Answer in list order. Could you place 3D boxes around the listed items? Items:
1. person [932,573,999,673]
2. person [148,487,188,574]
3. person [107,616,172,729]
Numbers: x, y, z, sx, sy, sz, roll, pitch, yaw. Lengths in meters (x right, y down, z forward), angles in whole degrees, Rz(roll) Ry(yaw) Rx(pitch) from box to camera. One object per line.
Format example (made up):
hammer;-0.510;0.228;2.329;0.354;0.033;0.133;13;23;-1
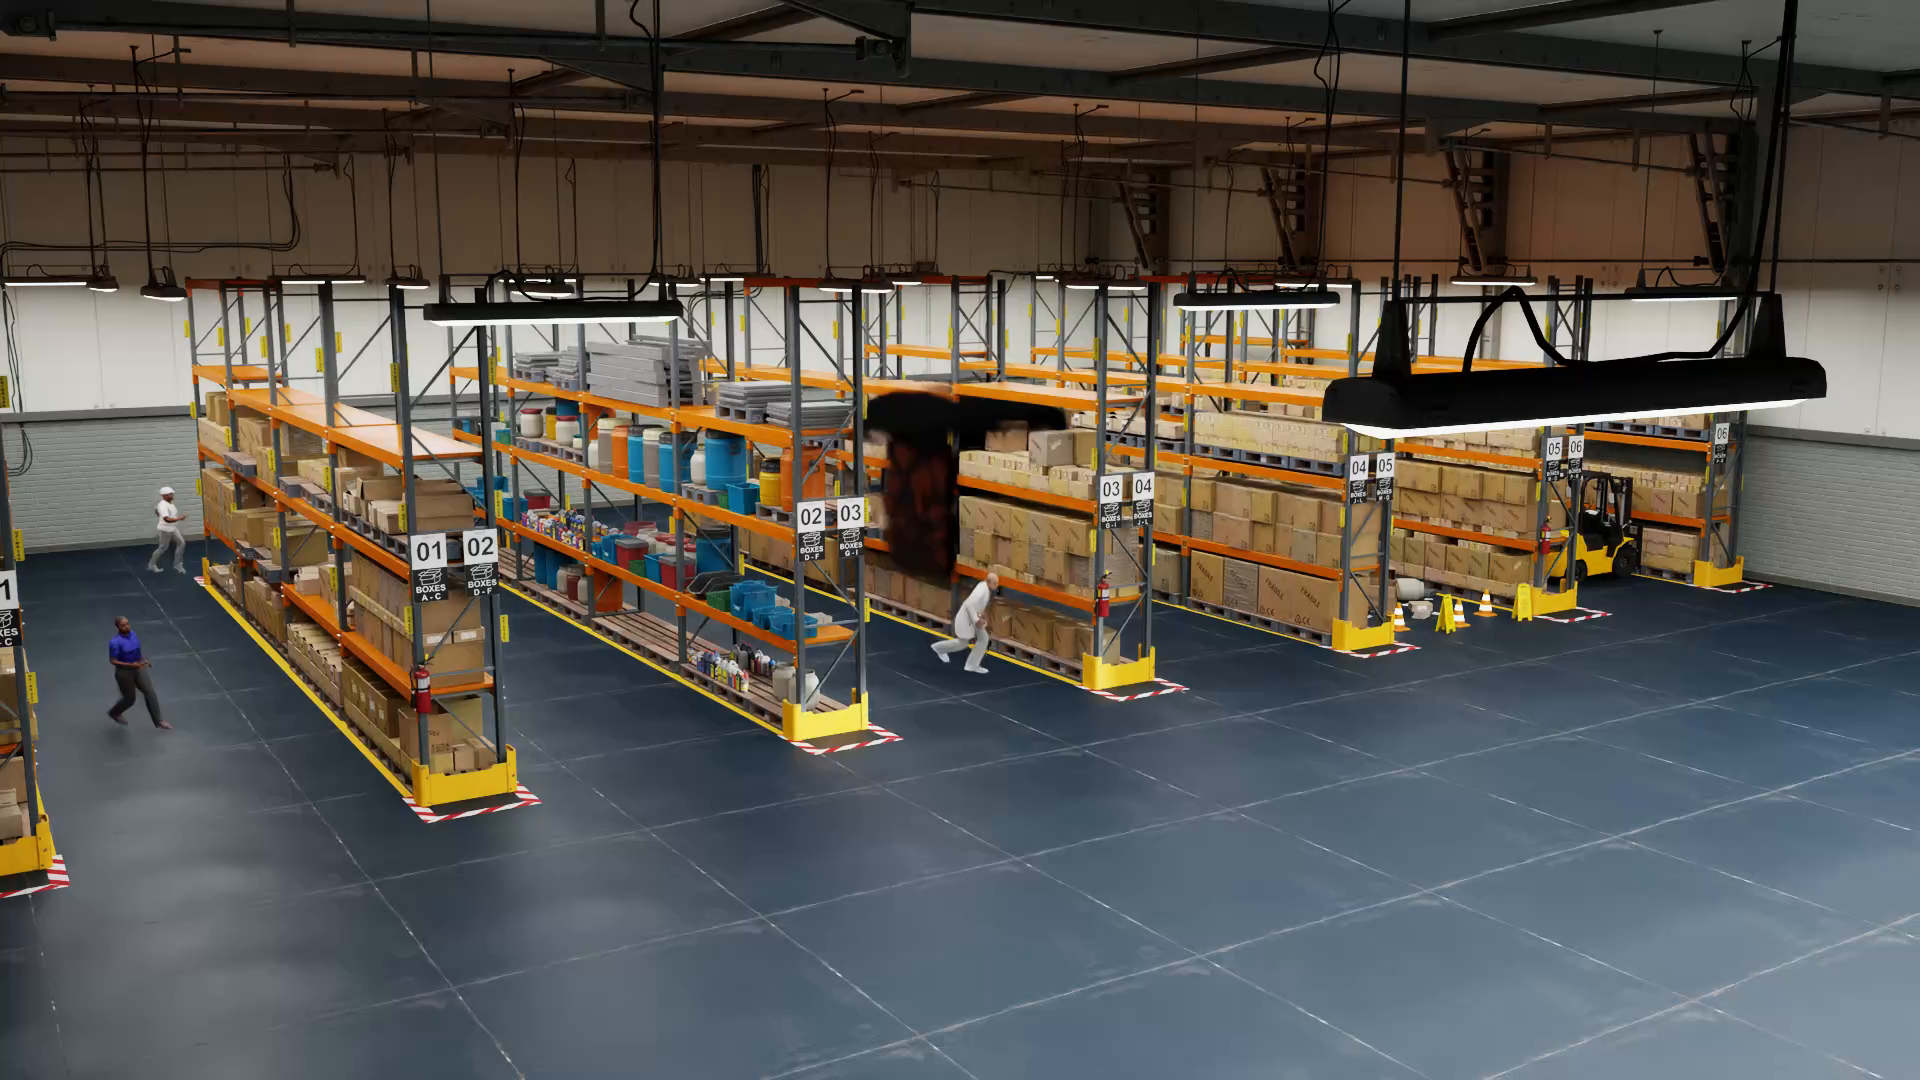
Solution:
person;0.070;1.250;25.422;1.123;1.581;0.711;4;10;22
person;-16.063;-0.171;33.725;0.850;1.824;0.677;-2;10;-10
person;-11.142;1.782;22.374;0.899;1.592;0.640;3;10;18
